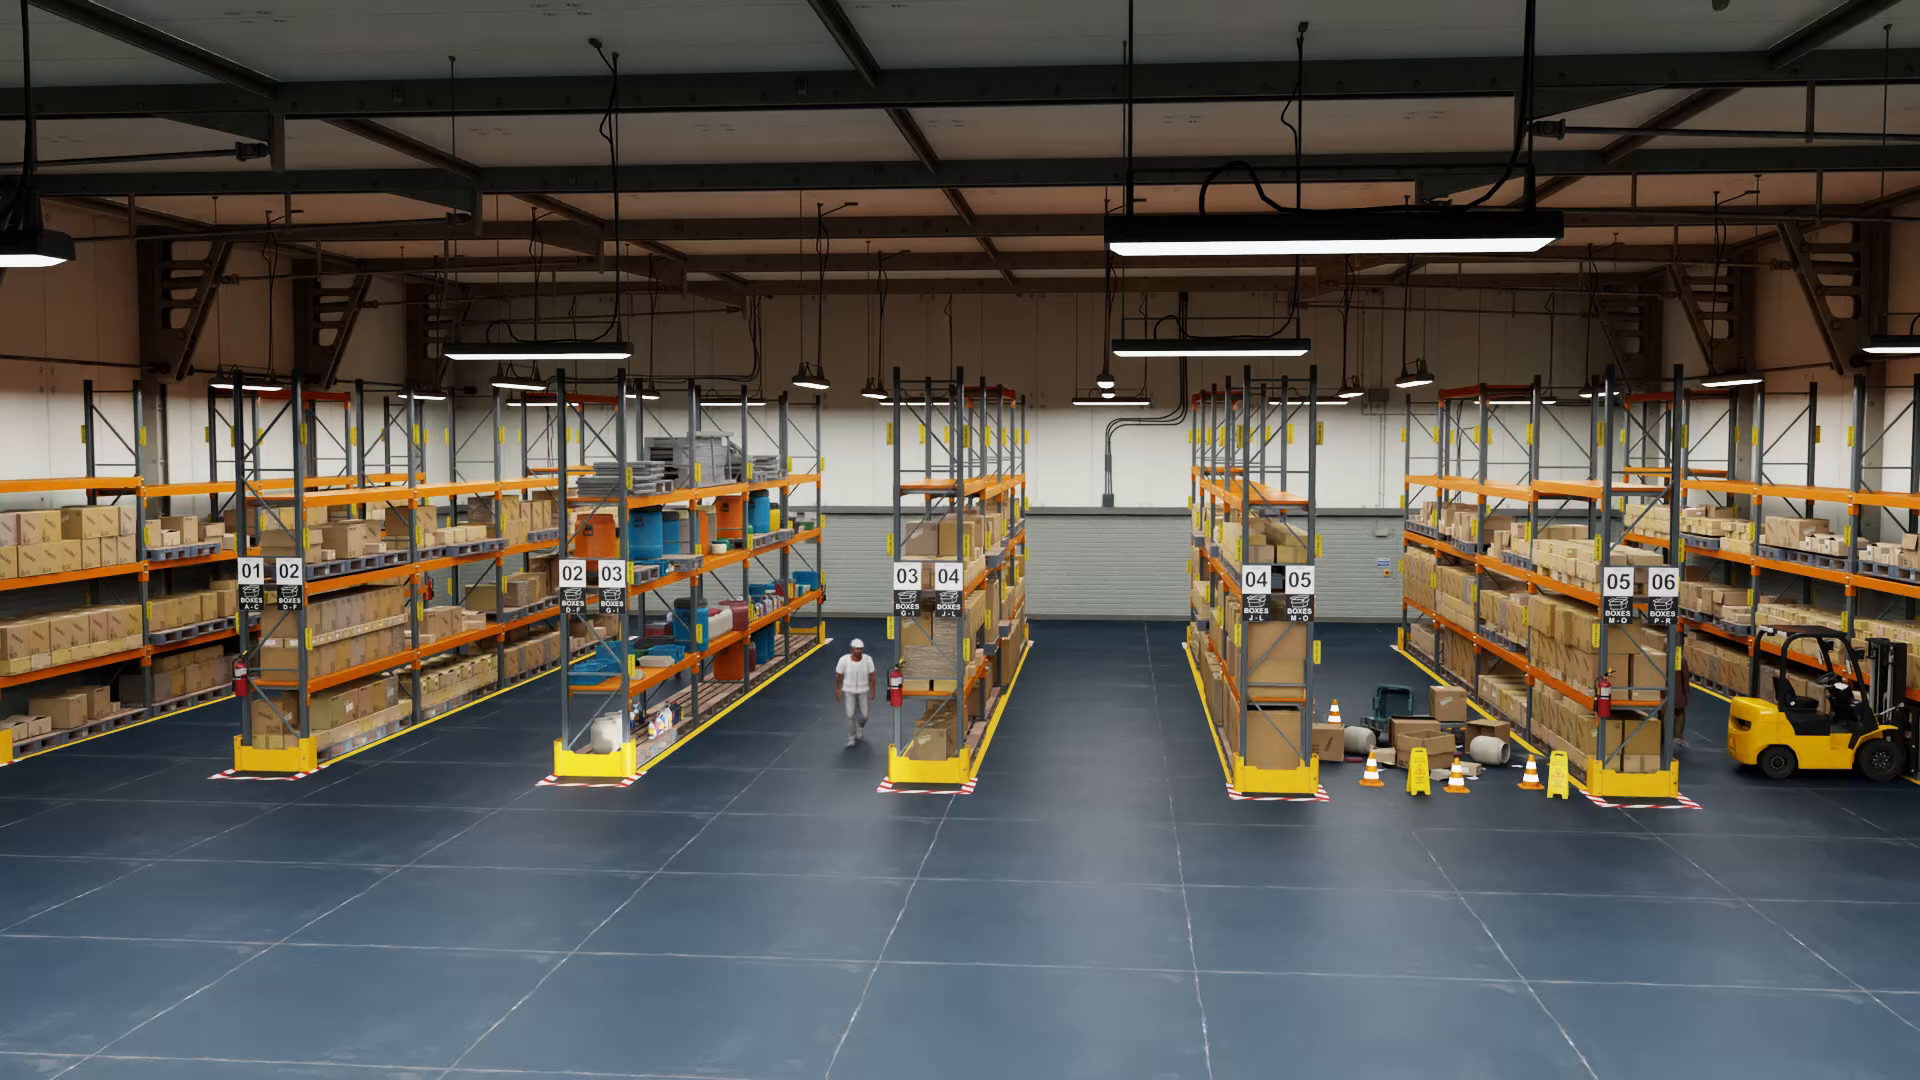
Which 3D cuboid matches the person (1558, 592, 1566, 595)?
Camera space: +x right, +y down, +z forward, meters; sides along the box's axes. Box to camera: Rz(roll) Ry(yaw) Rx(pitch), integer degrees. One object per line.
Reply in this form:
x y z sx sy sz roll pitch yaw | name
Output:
13.344 1.885 36.756 0.469 1.671 0.431 -2 4 -35 | person

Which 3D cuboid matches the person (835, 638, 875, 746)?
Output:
-1.713 2.456 27.098 0.635 1.744 0.666 -1 4 -12 | person

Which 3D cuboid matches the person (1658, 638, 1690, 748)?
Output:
11.389 2.461 26.688 0.619 1.776 0.608 1 4 15 | person

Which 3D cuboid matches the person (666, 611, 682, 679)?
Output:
-5.846 2.044 34.316 0.531 1.646 0.429 0 4 5 | person
